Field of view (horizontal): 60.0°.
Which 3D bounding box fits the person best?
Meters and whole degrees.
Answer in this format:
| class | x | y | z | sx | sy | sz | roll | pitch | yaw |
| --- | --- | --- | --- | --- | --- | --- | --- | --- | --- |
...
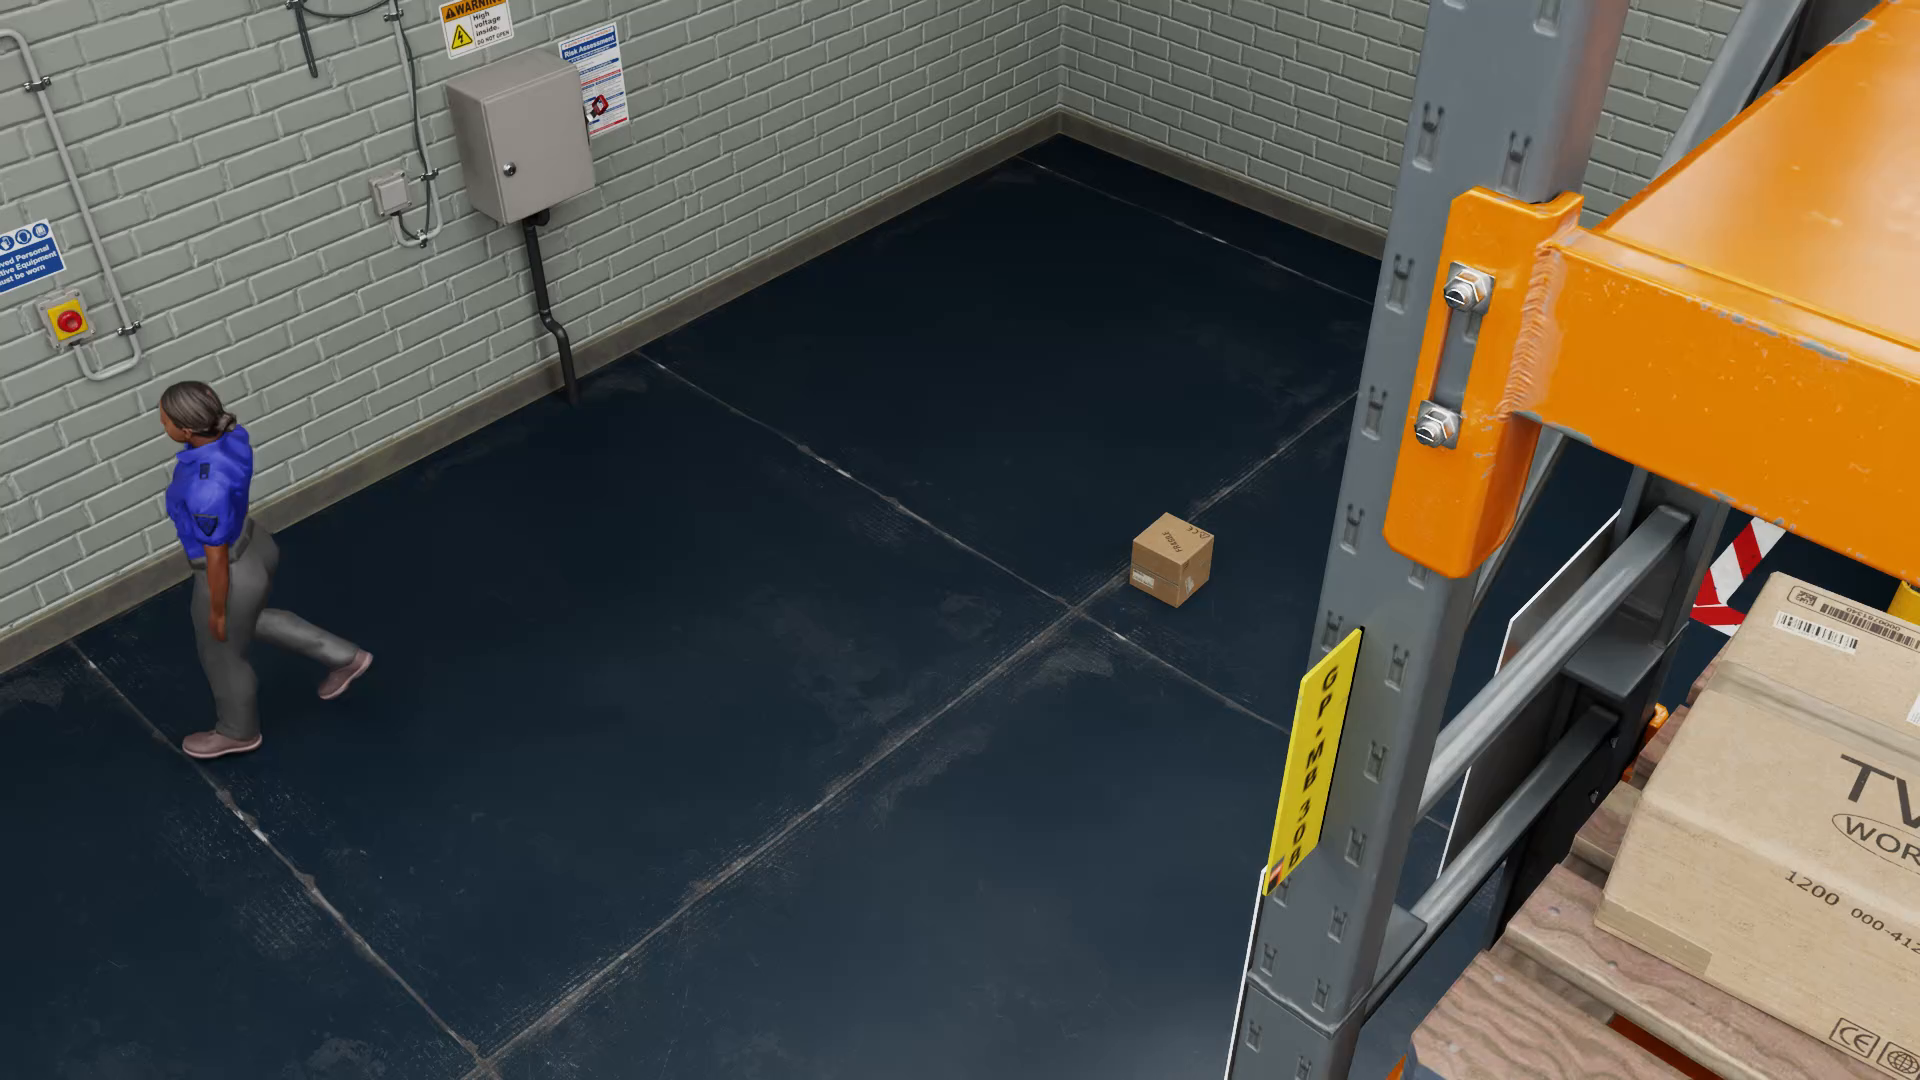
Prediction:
| class | x | y | z | sx | sy | sz | roll | pitch | yaw |
| --- | --- | --- | --- | --- | --- | --- | --- | --- | --- |
| person | -2.651 | 0.108 | 6.019 | 0.732 | 1.632 | 0.461 | -3 | 40 | -4 |
